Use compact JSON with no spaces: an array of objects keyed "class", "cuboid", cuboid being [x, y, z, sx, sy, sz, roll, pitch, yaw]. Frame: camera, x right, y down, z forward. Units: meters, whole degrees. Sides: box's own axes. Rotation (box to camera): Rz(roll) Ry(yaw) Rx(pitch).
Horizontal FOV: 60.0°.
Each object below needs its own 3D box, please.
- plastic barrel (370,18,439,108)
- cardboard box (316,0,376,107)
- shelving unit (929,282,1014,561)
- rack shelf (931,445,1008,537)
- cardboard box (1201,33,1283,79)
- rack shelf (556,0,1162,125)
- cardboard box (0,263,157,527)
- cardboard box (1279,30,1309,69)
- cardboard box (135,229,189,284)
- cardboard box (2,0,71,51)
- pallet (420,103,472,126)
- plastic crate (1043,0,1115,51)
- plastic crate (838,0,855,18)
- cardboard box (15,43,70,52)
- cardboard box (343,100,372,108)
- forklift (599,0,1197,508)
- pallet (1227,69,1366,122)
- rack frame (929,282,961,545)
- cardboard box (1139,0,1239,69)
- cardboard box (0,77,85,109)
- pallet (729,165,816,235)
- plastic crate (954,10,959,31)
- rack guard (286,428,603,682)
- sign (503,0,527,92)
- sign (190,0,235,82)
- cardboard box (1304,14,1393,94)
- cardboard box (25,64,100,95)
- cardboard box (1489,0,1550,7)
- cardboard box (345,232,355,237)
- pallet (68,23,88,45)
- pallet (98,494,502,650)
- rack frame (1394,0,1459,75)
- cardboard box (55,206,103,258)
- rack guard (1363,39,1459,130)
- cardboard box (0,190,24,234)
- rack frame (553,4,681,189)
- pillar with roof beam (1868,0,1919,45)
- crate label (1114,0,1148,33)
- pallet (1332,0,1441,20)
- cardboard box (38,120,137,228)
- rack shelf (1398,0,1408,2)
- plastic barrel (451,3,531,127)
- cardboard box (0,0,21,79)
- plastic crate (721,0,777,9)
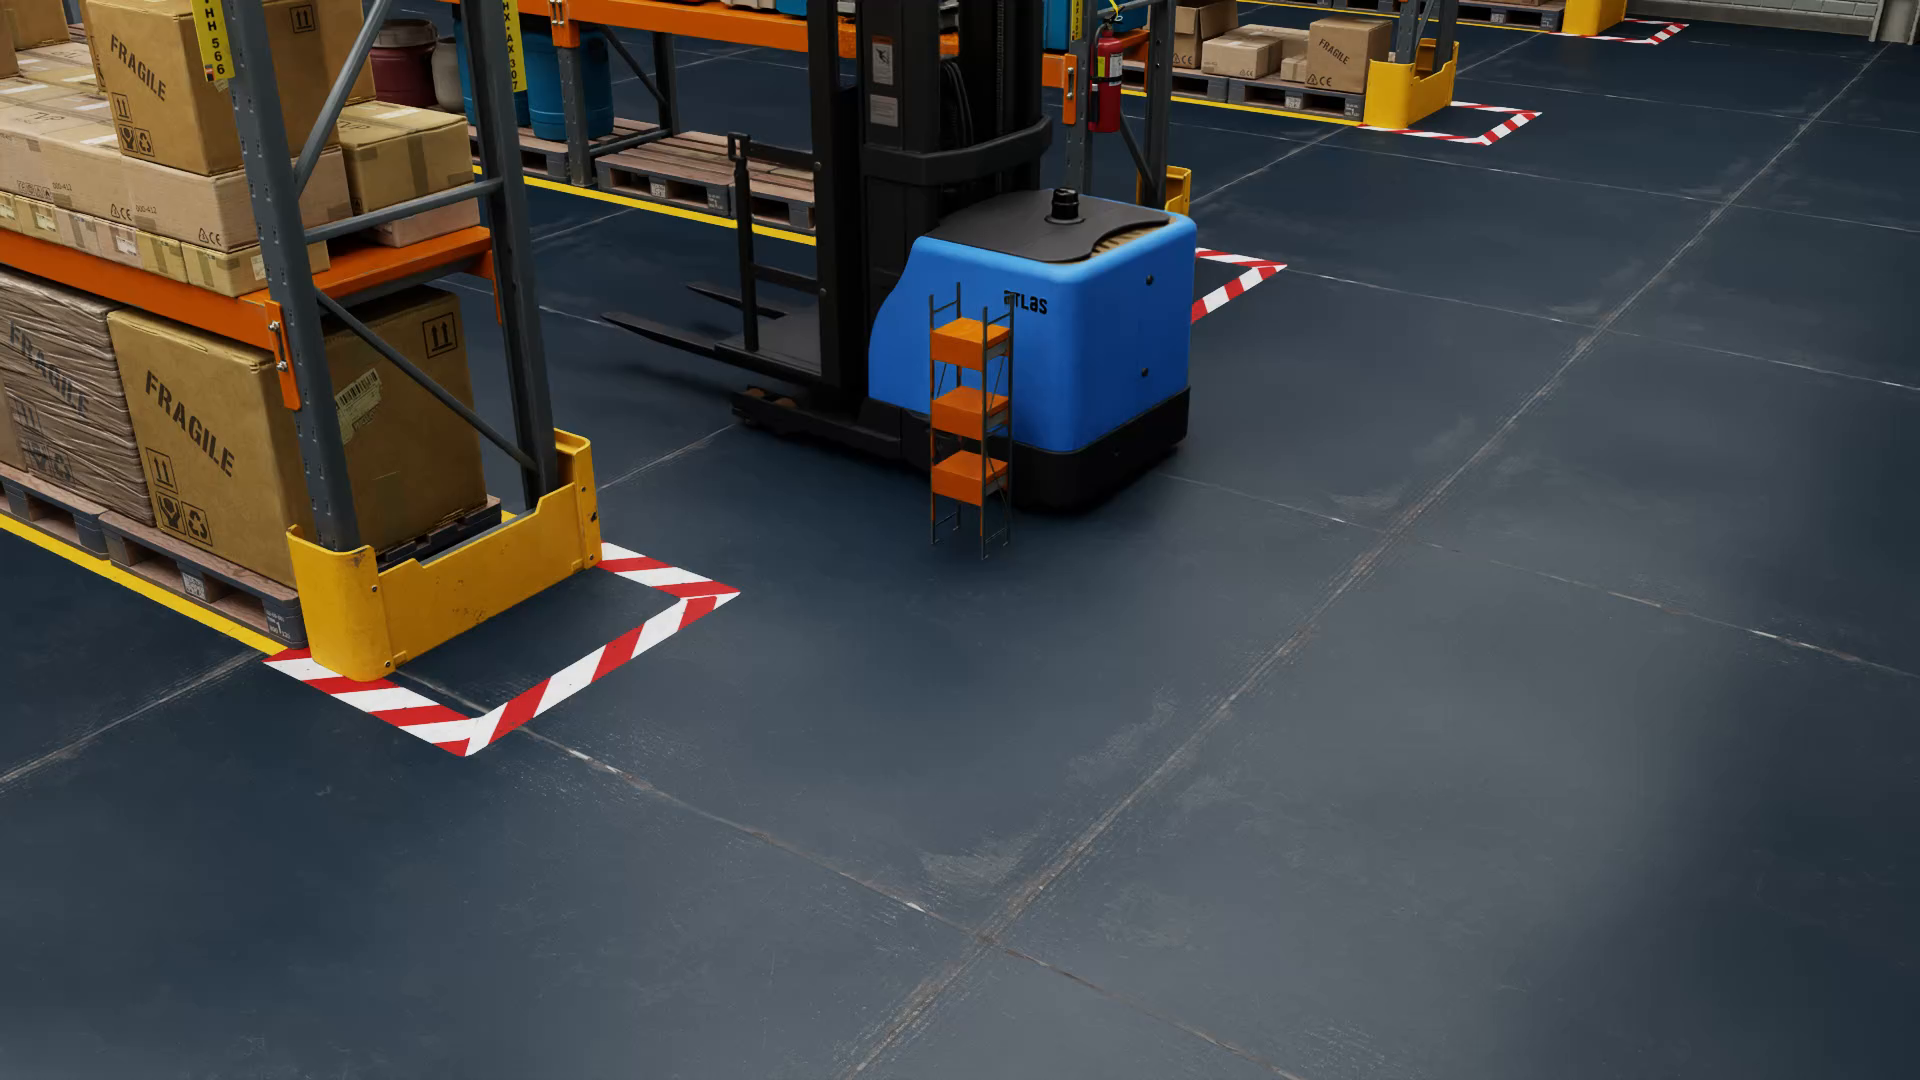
[{"class":"plastic barrel","cuboid":[-4.332,-3.709,12.926,0.708,0.588,0.600,17,32,30]},{"class":"cardboard box","cuboid":[-2.541,-1.852,6.093,0.500,0.500,0.500,16,31,29]},{"class":"shelving unit","cuboid":[0.044,-0.454,6.485,0.252,1.050,0.215,17,32,30]},{"class":"rack shelf","cuboid":[0.044,-0.197,6.616,0.240,0.259,0.215,17,32,30]},{"class":"cardboard box","cuboid":[2.372,-4.075,13.998,0.500,0.250,0.500,17,32,30]},{"class":"rack shelf","cuboid":[-0.730,-3.144,10.414,4.000,0.370,1.077,17,32,30]},{"class":"cardboard box","cuboid":[-3.209,-0.708,6.713,0.875,0.875,0.875,17,32,30]},{"class":"cardboard box","cuboid":[3.026,-4.147,14.138,0.500,0.250,0.500,17,32,30]},{"class":"cardboard box","cuboid":[-2.581,-1.022,5.728,0.250,0.149,0.380,18,32,31]},{"class":"cardboard box","cuboid":[-4.242,-2.378,7.127,0.500,0.500,0.500,18,32,31]},{"class":"pallet","cuboid":[-4.001,-3.262,12.928,1.213,0.211,1.003,17,32,30]},{"class":"plastic crate","cuboid":[0.537,-3.010,9.252,0.499,0.435,0.616,17,32,30]},{"class":"plastic crate","cuboid":[-0.585,-3.213,9.982,0.250,0.136,0.298,17,32,30]},{"class":"cardboard box","cuboid":[-4.242,-2.045,7.299,0.500,0.250,0.500,18,32,32]},{"class":"cardboard box","cuboid":[-2.561,-1.520,6.268,0.500,0.250,0.500,17,31,30]},{"class":"forklift","cuboid":[-0.448,-1.966,7.381,3.031,2.935,1.130,19,33,33]},{"class":"pallet","cuboid":[3.006,-3.783,13.951,1.213,0.211,1.003,17,32,30]},{"class":"rack frame","cuboid":[-0.056,-0.485,6.546,0.008,1.050,0.200,17,32,30]},{"class":"cardboard box","cuboid":[1.980,-4.432,14.419,0.637,0.503,0.797,17,32,30]},{"class":"cardboard box","cuboid":[-3.705,-1.584,6.392,0.500,0.250,0.500,17,32,30]},{"class":"pallet","cuboid":[-0.741,-2.248,10.935,1.213,0.211,1.003,17,32,30]},{"class":"plastic crate","cuboid":[0.144,-3.002,9.567,0.243,0.136,0.396,17,32,30]},{"class":"rack guard","cuboid":[-1.866,0.021,6.158,0.348,0.500,1.175,17,32,30]},{"class":"sign","cuboid":[-1.567,-1.727,5.794,0.005,0.325,0.100,17,32,30]},{"class":"sign","cuboid":[-2.204,-1.522,4.895,0.005,0.325,0.100,17,32,30]},{"class":"cardboard box","cuboid":[3.138,-3.932,13.439,0.500,0.500,0.500,17,32,30]},{"class":"cardboard box","cuboid":[-3.406,-1.783,6.783,0.500,0.250,0.500,17,31,29]},{"class":"cardboard box","cuboid":[5.894,-5.871,17.271,0.500,0.500,0.700,17,32,30]},{"class":"cardboard box","cuboid":[-2.204,-1.267,6.210,0.250,0.149,0.380,17,31,30]},{"class":"pallet","cuboid":[-8.304,-4.603,15.562,1.213,0.211,1.003,17,32,30]},{"class":"pallet","cuboid":[-2.589,-0.033,6.582,1.213,0.211,1.003,17,32,30]},{"class":"rack frame","cuboid":[3.726,-4.802,12.879,0.127,3.000,1.000,17,32,30]},{"class":"cardboard box","cuboid":[-2.993,-1.152,5.983,0.250,0.149,0.380,18,32,31]},{"class":"rack guard","cuboid":[3.663,-3.708,13.484,0.348,0.500,1.175,17,32,30]},{"class":"cardboard box","cuboid":[-3.422,-1.284,6.243,0.250,0.149,0.380,17,32,30]},{"class":"rack frame","cuboid":[-2.379,-3.978,11.260,0.127,3.000,1.000,17,32,30]},{"class":"pillar with roof beam","cuboid":[6.806,-7.349,11.270,0.400,9.000,9.100,17,32,30]},{"class":"crate label","cuboid":[0.901,-3.090,9.633,0.303,0.233,0.416,17,32,30]},{"class":"pallet","cuboid":[4.823,-5.902,18.115,1.213,0.211,1.003,17,32,30]},{"class":"cardboard box","cuboid":[-2.853,-1.321,5.876,0.500,0.250,0.500,17,31,29]},{"class":"rack shelf","cuboid":[2.077,-4.995,14.051,4.000,0.370,1.077,17,32,30]},{"class":"plastic barrel","cuboid":[-3.401,-3.558,12.285,0.708,0.901,0.600,17,32,30]},{"class":"cardboard box","cuboid":[-4.100,-2.047,6.475,0.500,0.500,0.500,16,31,29]},{"class":"plastic crate","cuboid":[-1.224,-3.491,10.368,0.530,0.282,0.437,17,32,30]}]
